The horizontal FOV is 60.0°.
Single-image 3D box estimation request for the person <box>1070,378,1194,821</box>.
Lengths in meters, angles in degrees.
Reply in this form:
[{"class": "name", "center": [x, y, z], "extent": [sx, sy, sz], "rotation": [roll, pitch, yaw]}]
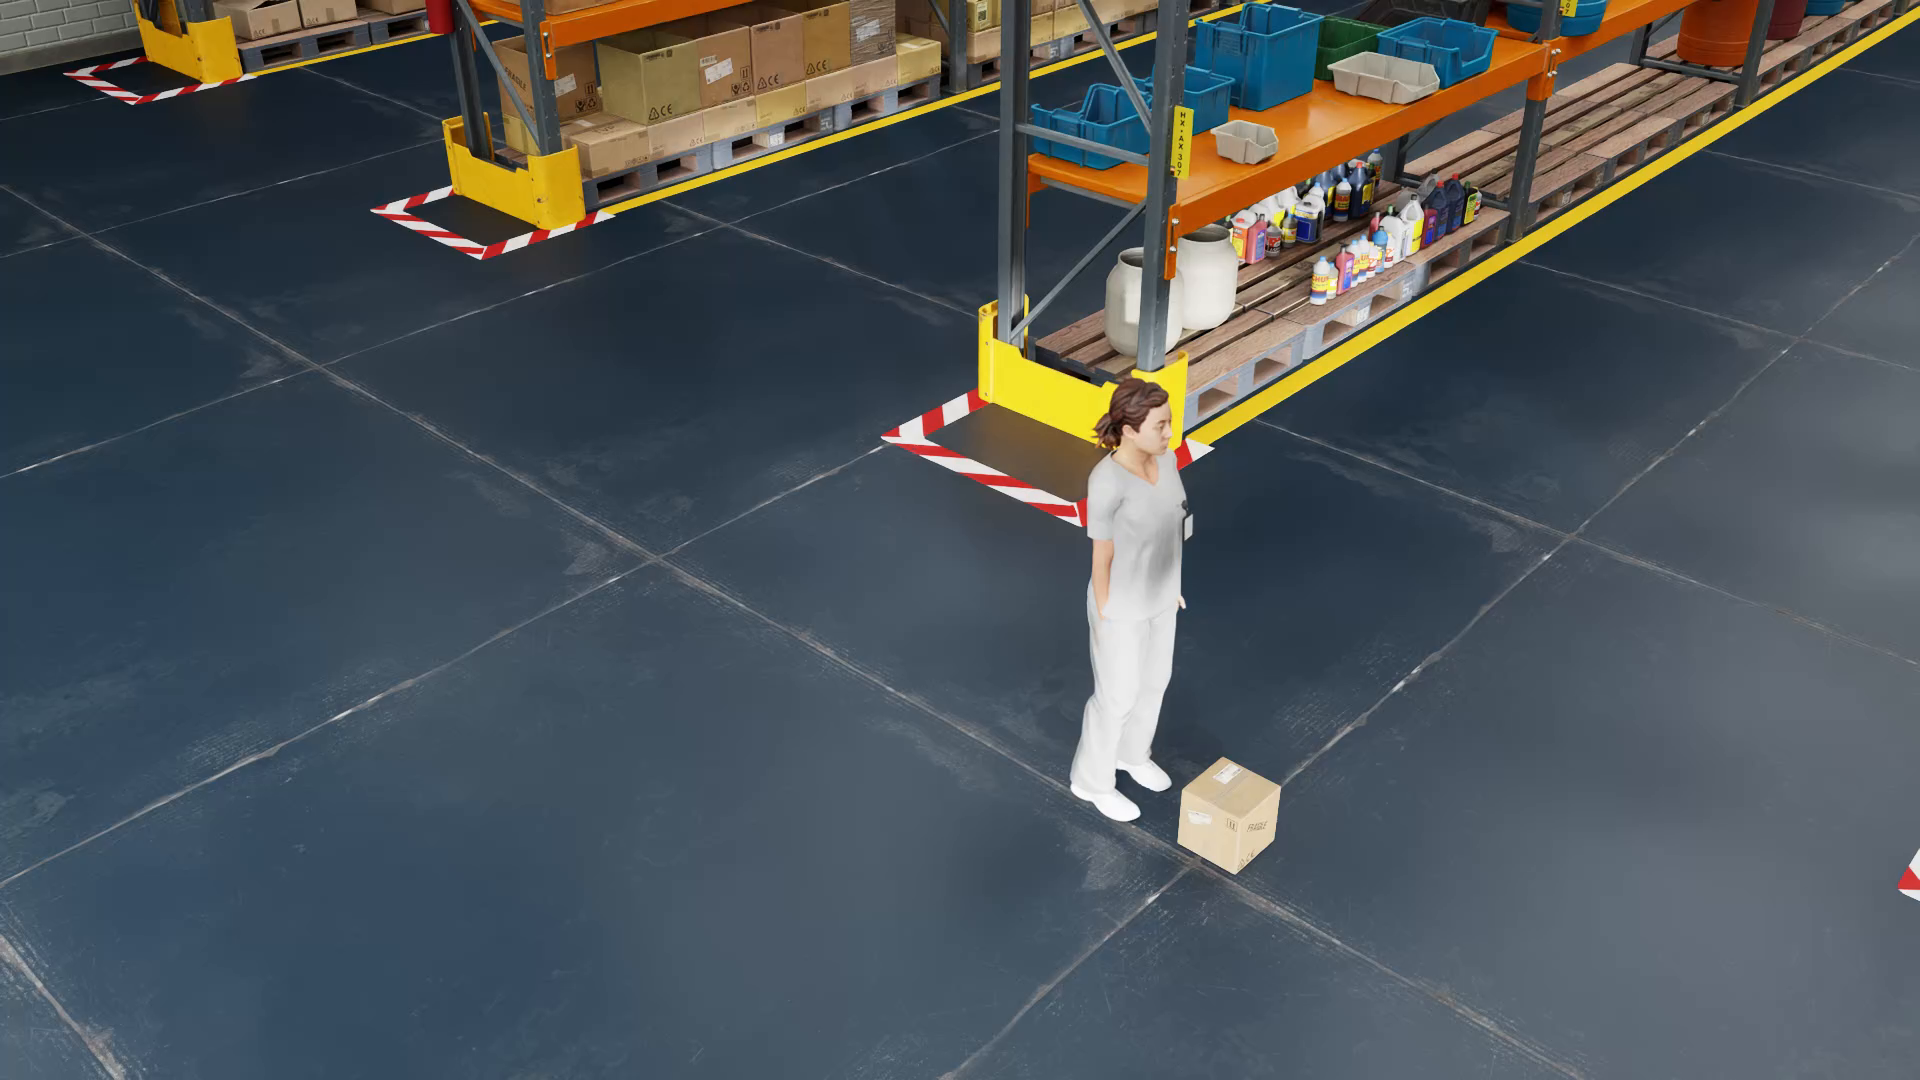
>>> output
[{"class": "person", "center": [0.602, 0.208, 5.810], "extent": [0.369, 1.673, 0.435], "rotation": [26, 40, 36]}]
